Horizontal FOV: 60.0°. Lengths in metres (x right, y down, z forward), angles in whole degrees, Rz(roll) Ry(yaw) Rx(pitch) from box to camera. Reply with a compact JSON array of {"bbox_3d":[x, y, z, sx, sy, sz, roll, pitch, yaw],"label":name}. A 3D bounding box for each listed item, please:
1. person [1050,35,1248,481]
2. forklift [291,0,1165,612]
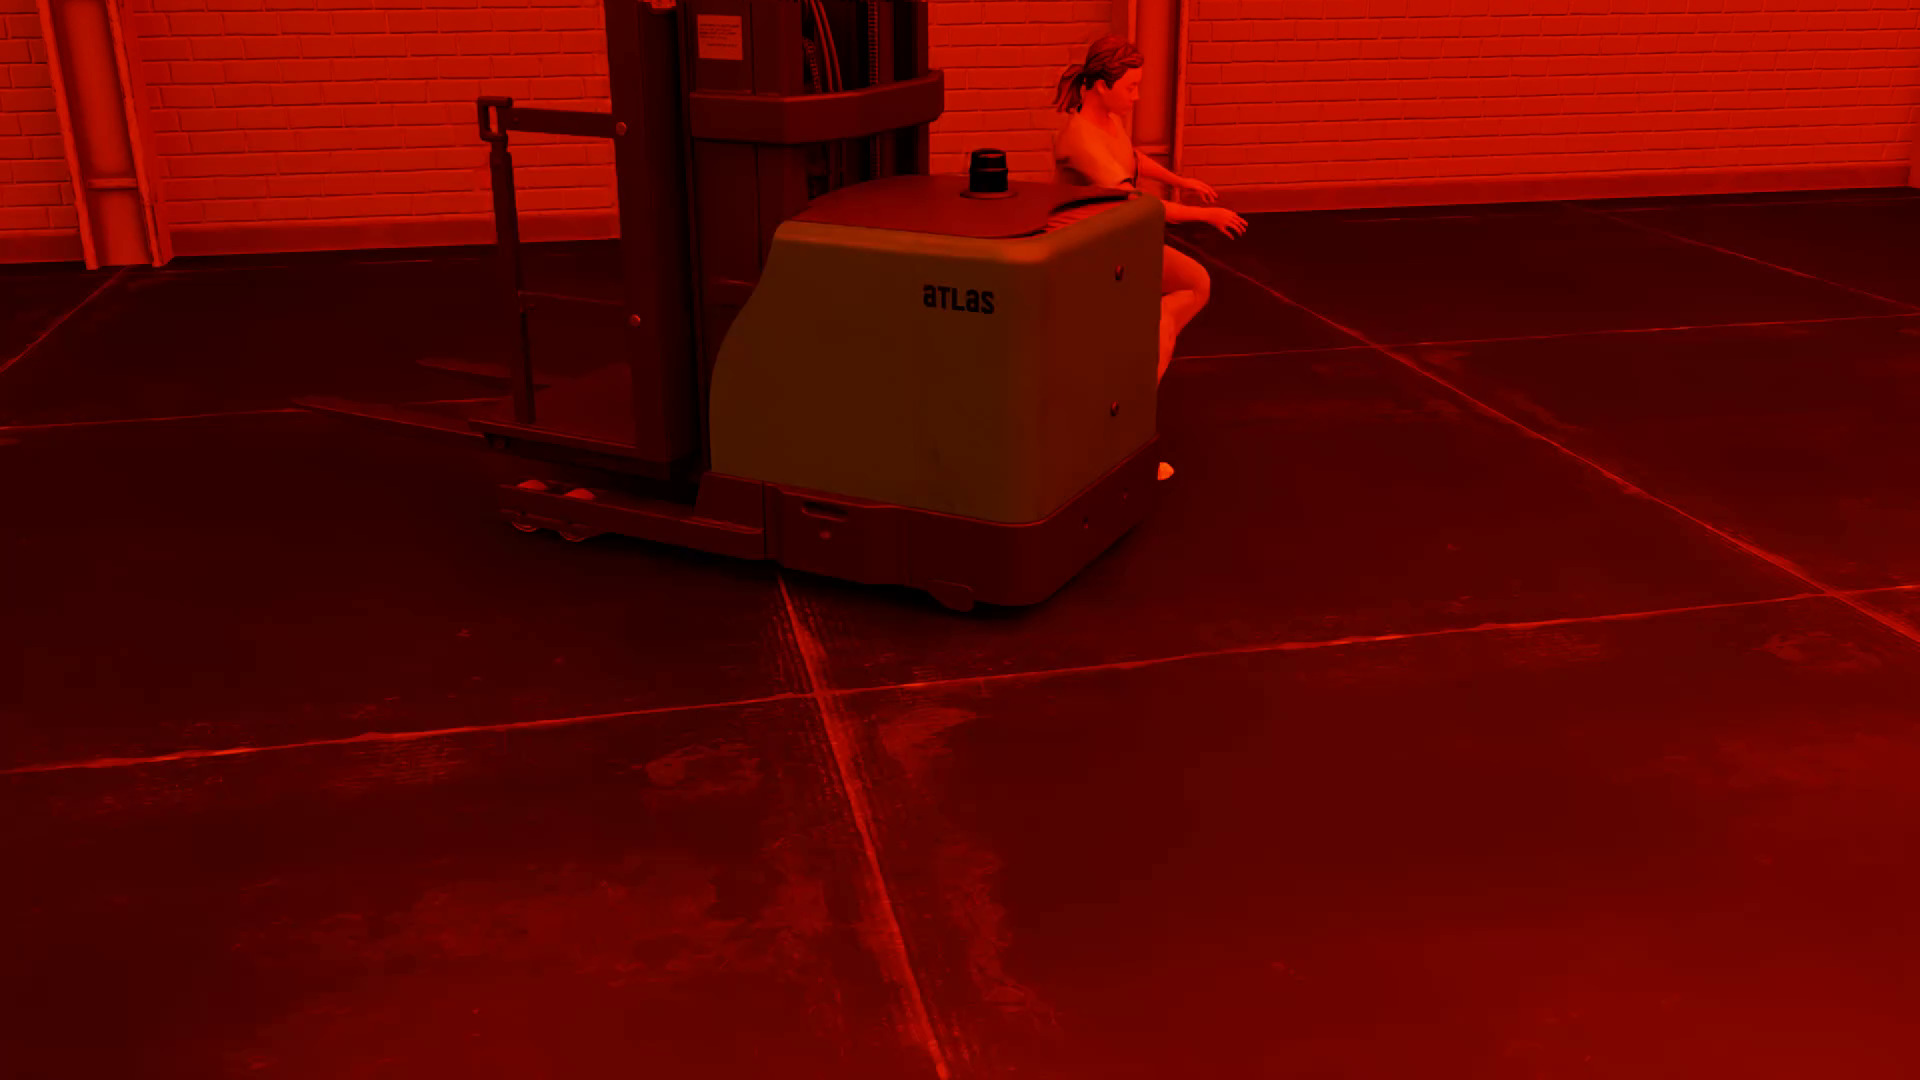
[{"bbox_3d":[0.679,-1.042,5.965,0.732,1.477,0.809,6,22,16],"label":"person"},{"bbox_3d":[-0.910,-1.517,5.163,3.031,2.935,1.130,10,23,25],"label":"forklift"}]
